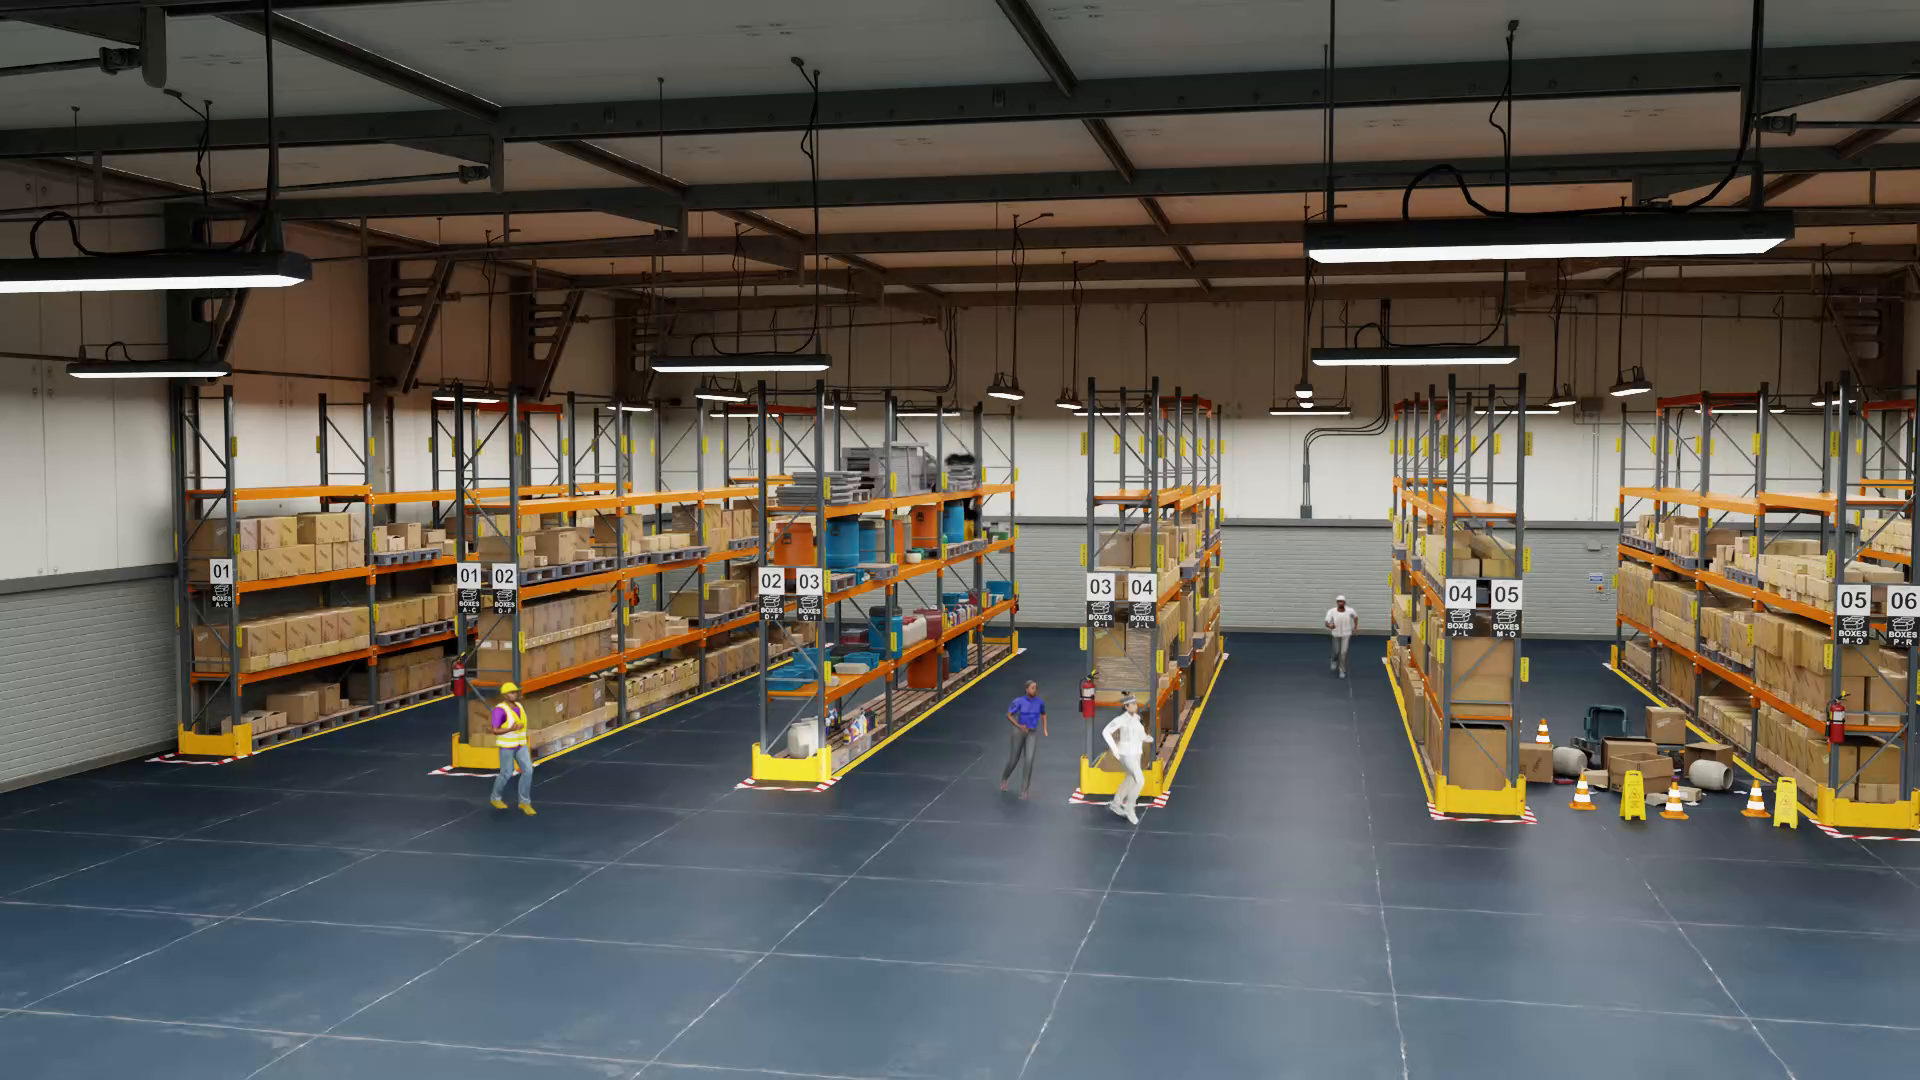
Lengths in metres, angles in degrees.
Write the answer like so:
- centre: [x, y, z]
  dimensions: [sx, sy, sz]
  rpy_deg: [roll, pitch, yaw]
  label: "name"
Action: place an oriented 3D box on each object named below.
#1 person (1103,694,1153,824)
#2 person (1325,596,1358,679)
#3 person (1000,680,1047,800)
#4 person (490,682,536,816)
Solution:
- centre: [2.281, 2.915, 22.251]
  dimensions: [0.699, 1.733, 0.572]
  rpy_deg: [3, 4, 38]
  label: "person"
- centre: [8.325, 2.089, 36.312]
  dimensions: [0.710, 1.771, 0.973]
  rpy_deg: [1, 3, 13]
  label: "person"
- centre: [0.970, 2.834, 23.898]
  dimensions: [0.655, 1.652, 0.853]
  rpy_deg: [-1, 3, -14]
  label: "person"
- centre: [-6.109, 2.844, 22.644]
  dimensions: [0.738, 1.823, 0.677]
  rpy_deg: [2, 4, 34]
  label: "person"
